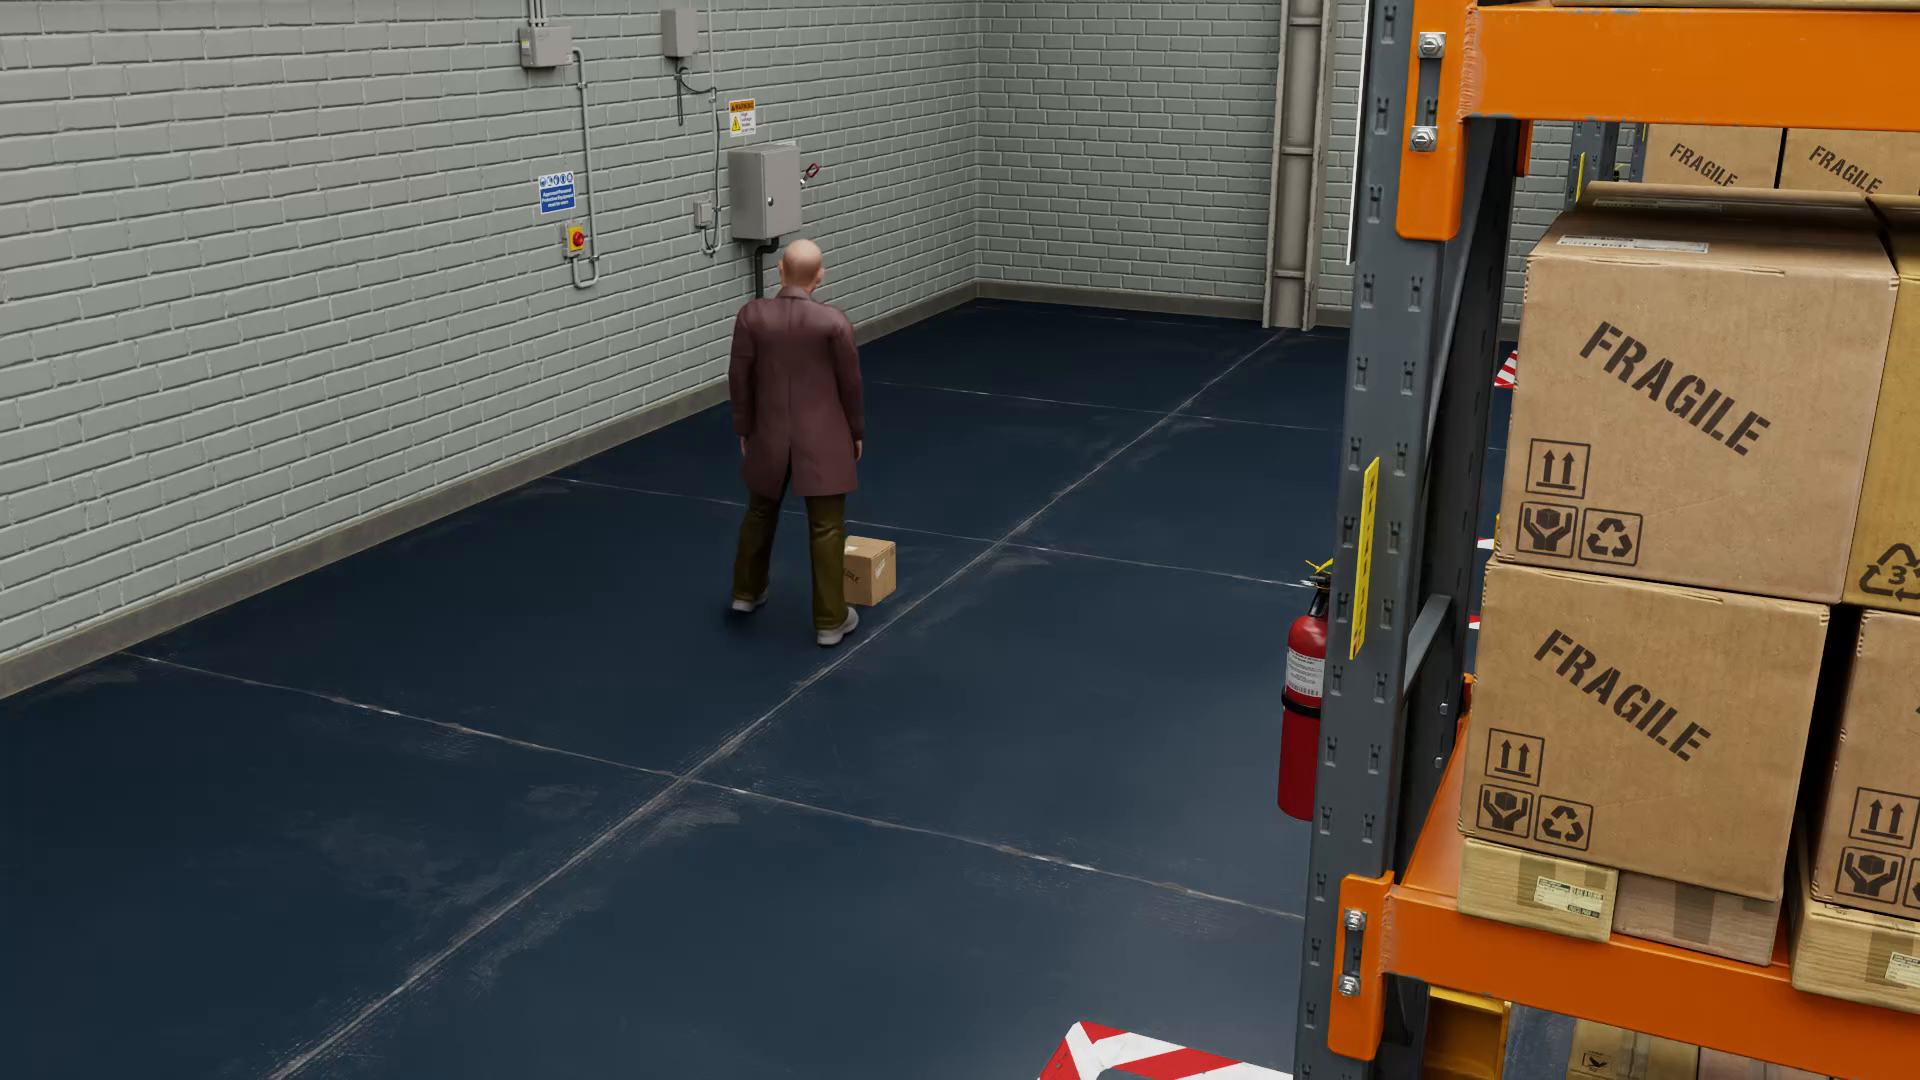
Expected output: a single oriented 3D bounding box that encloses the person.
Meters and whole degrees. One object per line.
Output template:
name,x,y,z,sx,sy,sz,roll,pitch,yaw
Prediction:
person,-0.743,-0.460,7.417,0.710,1.773,0.573,5,19,15
